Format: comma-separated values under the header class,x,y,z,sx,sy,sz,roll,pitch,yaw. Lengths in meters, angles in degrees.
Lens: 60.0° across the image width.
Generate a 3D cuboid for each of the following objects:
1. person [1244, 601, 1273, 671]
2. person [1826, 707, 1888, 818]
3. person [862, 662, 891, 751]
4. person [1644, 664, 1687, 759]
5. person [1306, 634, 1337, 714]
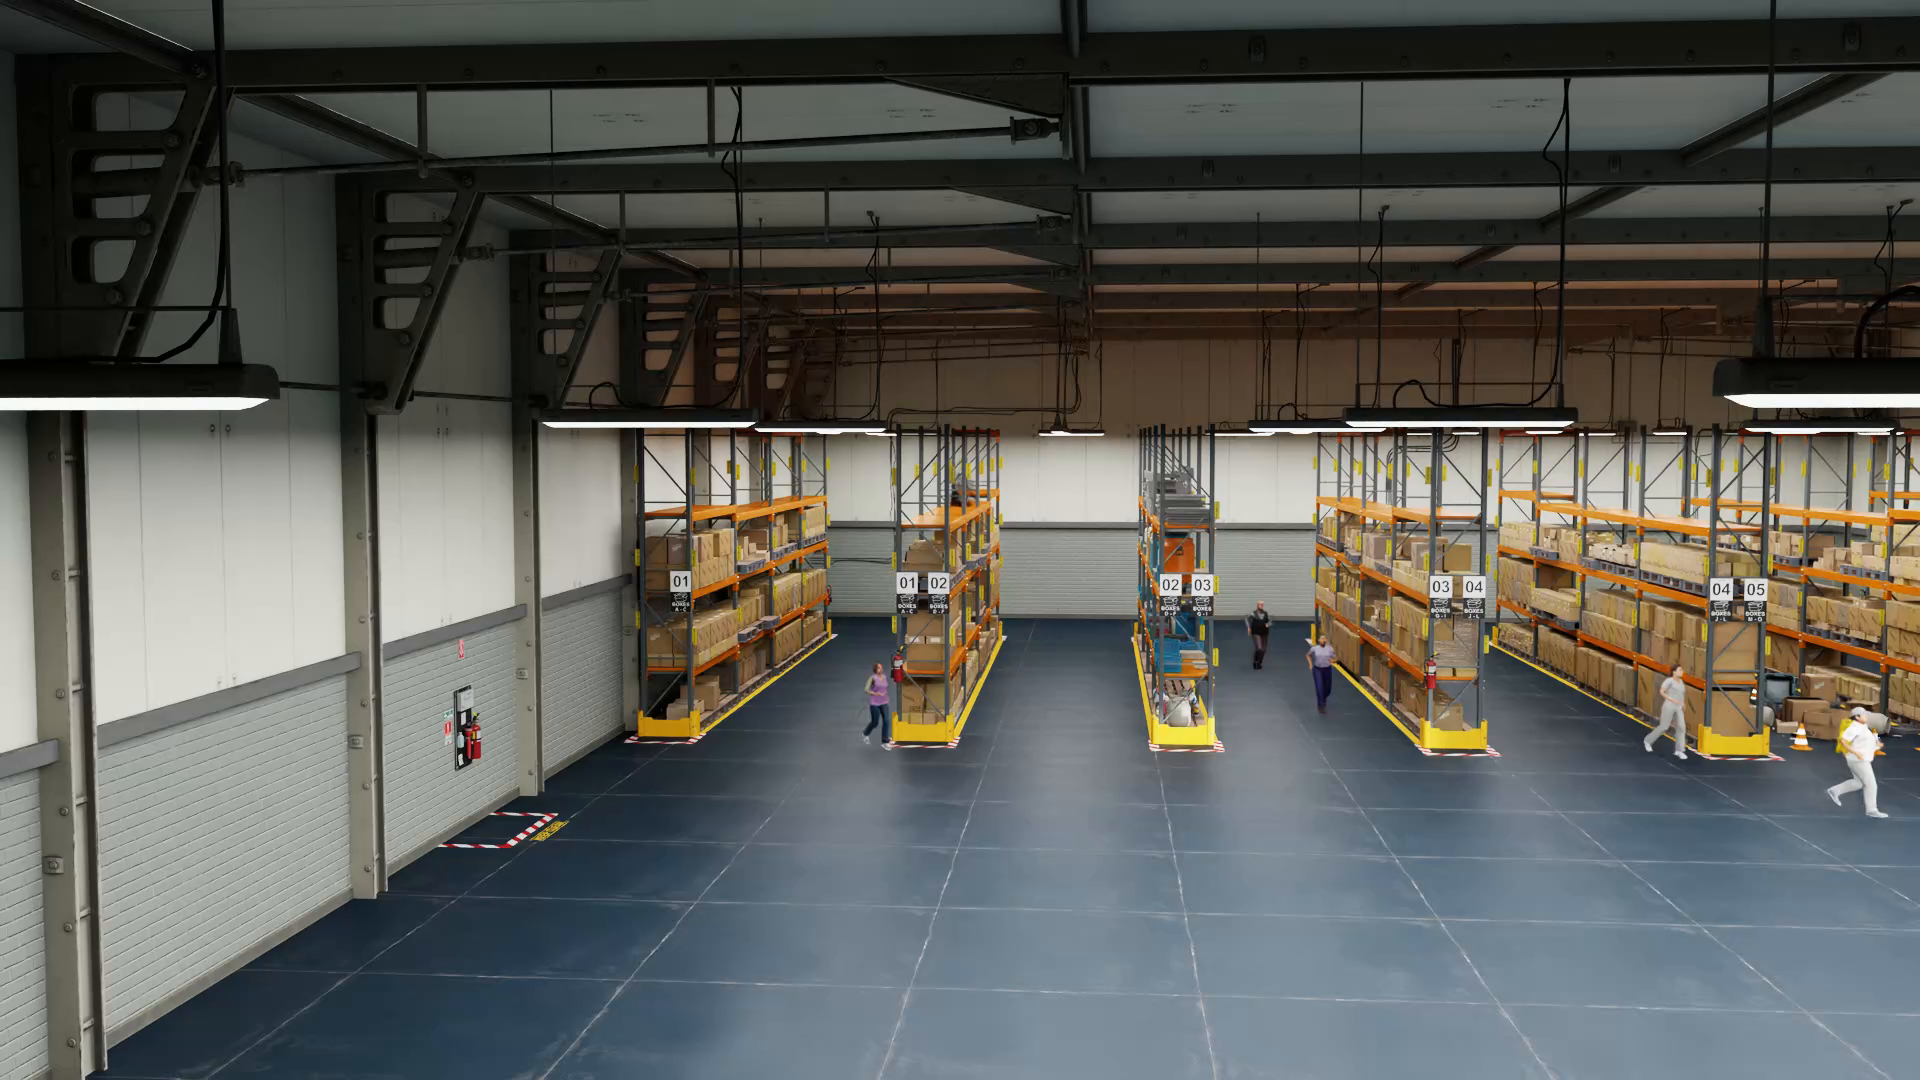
class,x,y,z,sx,sy,sz,roll,pitch,yaw
person,7.401,2.372,41.020,0.630,1.730,0.694,-1,4,-10
person,13.665,3.355,25.292,0.858,1.640,0.619,3,4,39
person,-1.523,3.051,30.691,0.549,1.604,0.769,-2,4,-35
person,12.882,3.057,29.991,0.640,1.647,0.948,-1,4,-20
person,7.584,2.787,34.819,0.615,1.602,0.918,0,3,0
